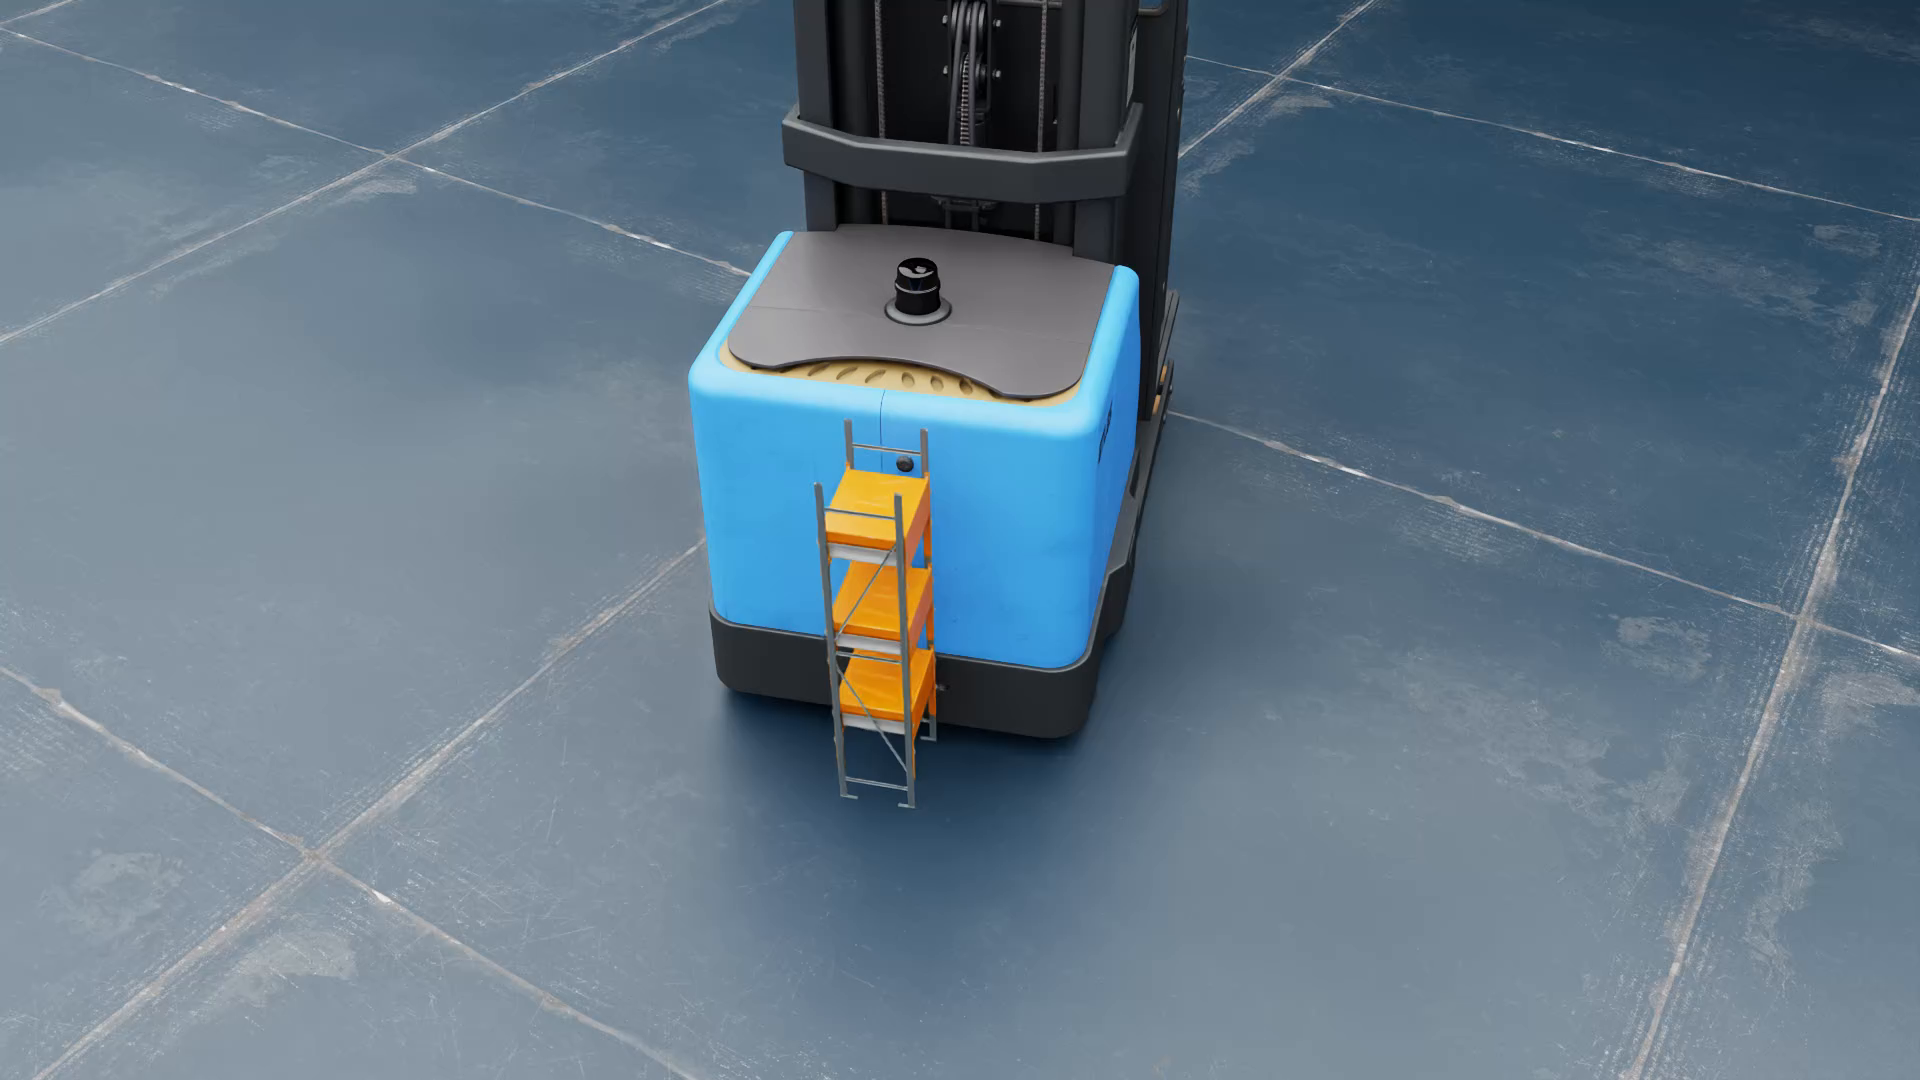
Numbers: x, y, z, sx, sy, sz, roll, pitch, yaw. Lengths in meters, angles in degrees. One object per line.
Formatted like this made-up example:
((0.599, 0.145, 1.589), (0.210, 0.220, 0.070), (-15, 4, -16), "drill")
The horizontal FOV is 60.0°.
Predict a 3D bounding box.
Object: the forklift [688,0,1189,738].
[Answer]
((0.133, -1.532, 4.836), (1.130, 2.935, 3.031), (8, 38, 10), "forklift")

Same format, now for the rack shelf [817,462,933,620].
((-0.197, 0.001, 3.932), (0.215, 0.259, 0.240), (8, 41, 10), "rack shelf")

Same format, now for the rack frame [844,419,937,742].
((-0.167, 0.132, 4.199), (0.200, 1.050, 0.008), (8, 41, 10), "rack frame")

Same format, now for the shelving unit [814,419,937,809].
((-0.194, 0.210, 4.109), (0.215, 1.050, 0.252), (8, 41, 10), "shelving unit")

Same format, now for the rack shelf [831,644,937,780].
((-0.191, 0.430, 4.295), (0.215, 0.259, 0.240), (8, 41, 10), "rack shelf")

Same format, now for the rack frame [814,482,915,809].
((-0.221, 0.287, 4.018), (0.200, 1.050, 0.008), (8, 41, 10), "rack frame")

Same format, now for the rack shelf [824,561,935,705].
((-0.194, 0.218, 4.116), (0.215, 0.259, 0.240), (8, 41, 10), "rack shelf")
